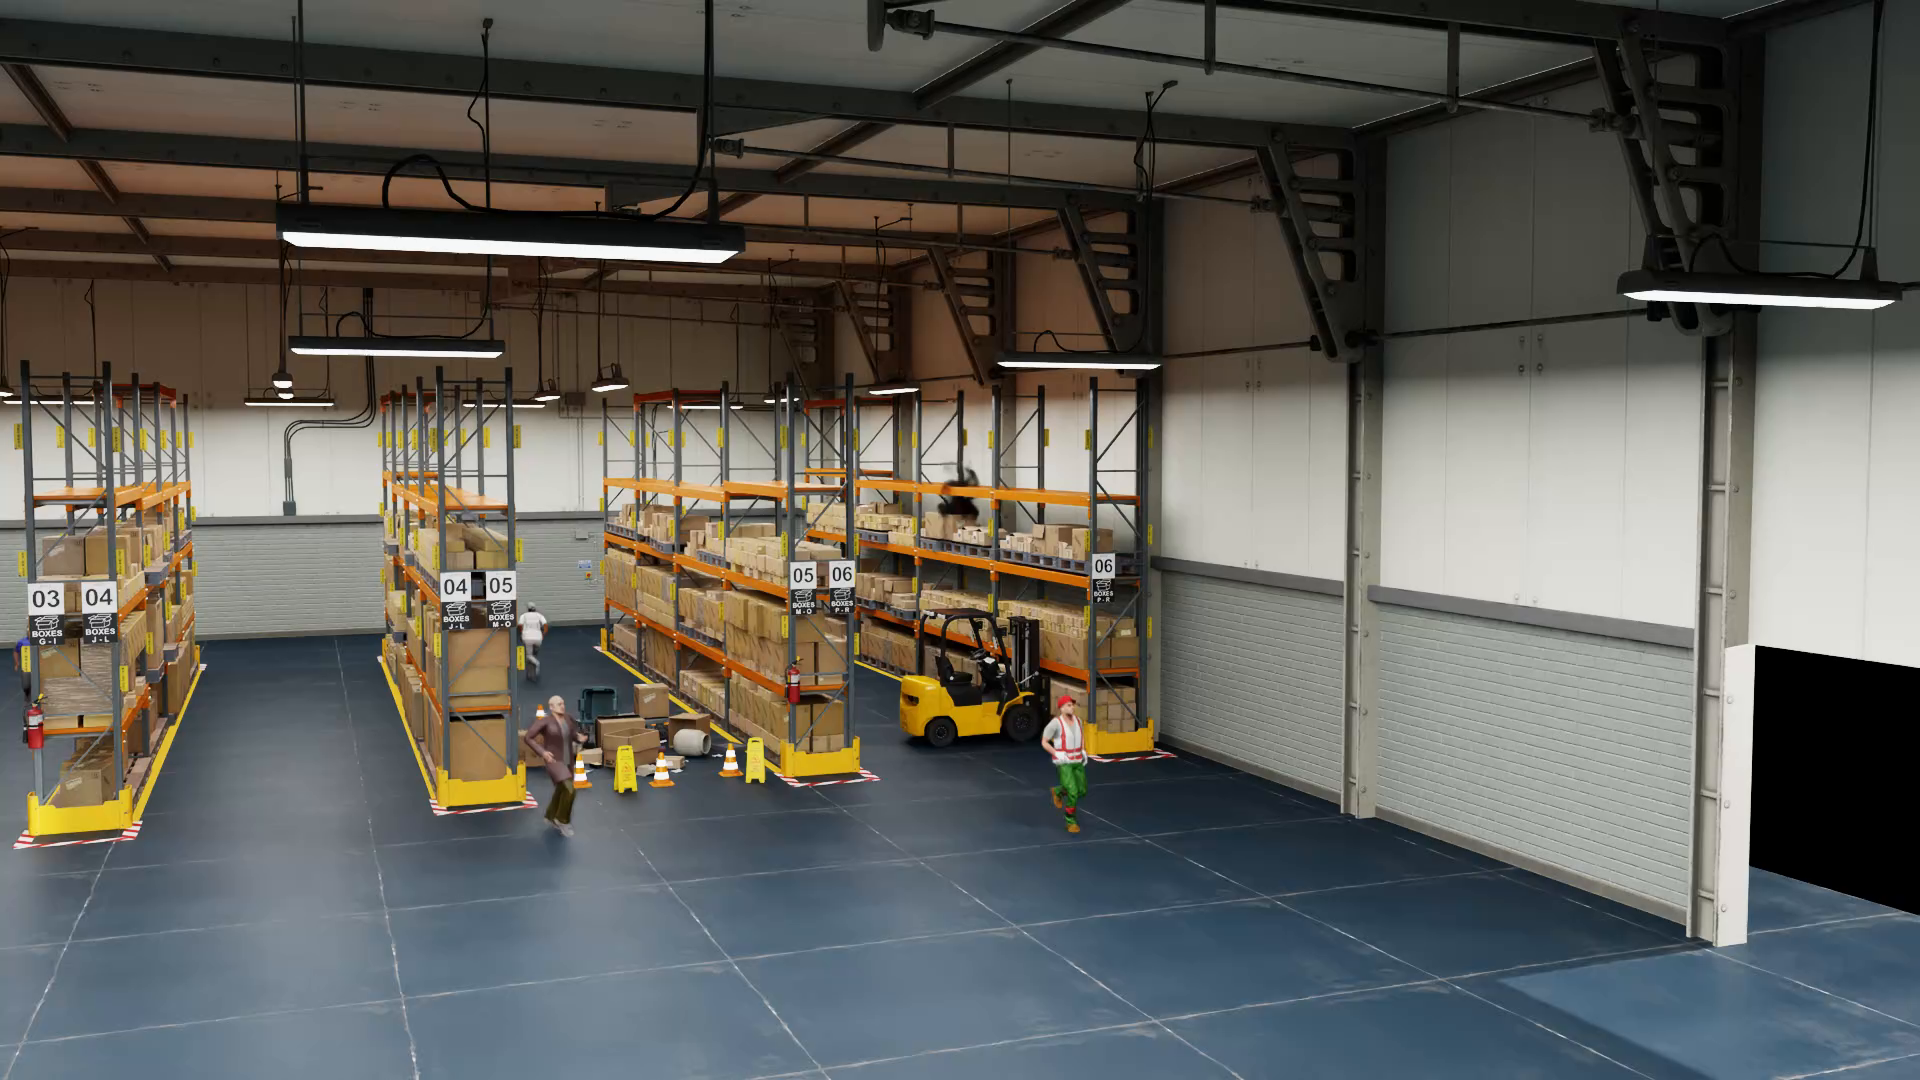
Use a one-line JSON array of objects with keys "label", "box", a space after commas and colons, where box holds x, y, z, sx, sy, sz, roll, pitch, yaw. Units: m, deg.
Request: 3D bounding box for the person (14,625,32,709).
[{"label": "person", "box": [-17.119, 2.365, 30.666, 0.582, 1.614, 0.547, -2, 4, -26]}]

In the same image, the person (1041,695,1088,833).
[{"label": "person", "box": [1.345, 2.855, 21.404, 0.688, 1.735, 0.670, -3, 4, -39]}]

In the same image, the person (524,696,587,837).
[{"label": "person", "box": [-5.075, 2.867, 21.016, 0.787, 1.814, 0.704, 2, 4, 27]}]

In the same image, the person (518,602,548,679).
[{"label": "person", "box": [-8.848, 2.139, 34.489, 0.605, 1.665, 0.963, -2, 4, -32]}]
